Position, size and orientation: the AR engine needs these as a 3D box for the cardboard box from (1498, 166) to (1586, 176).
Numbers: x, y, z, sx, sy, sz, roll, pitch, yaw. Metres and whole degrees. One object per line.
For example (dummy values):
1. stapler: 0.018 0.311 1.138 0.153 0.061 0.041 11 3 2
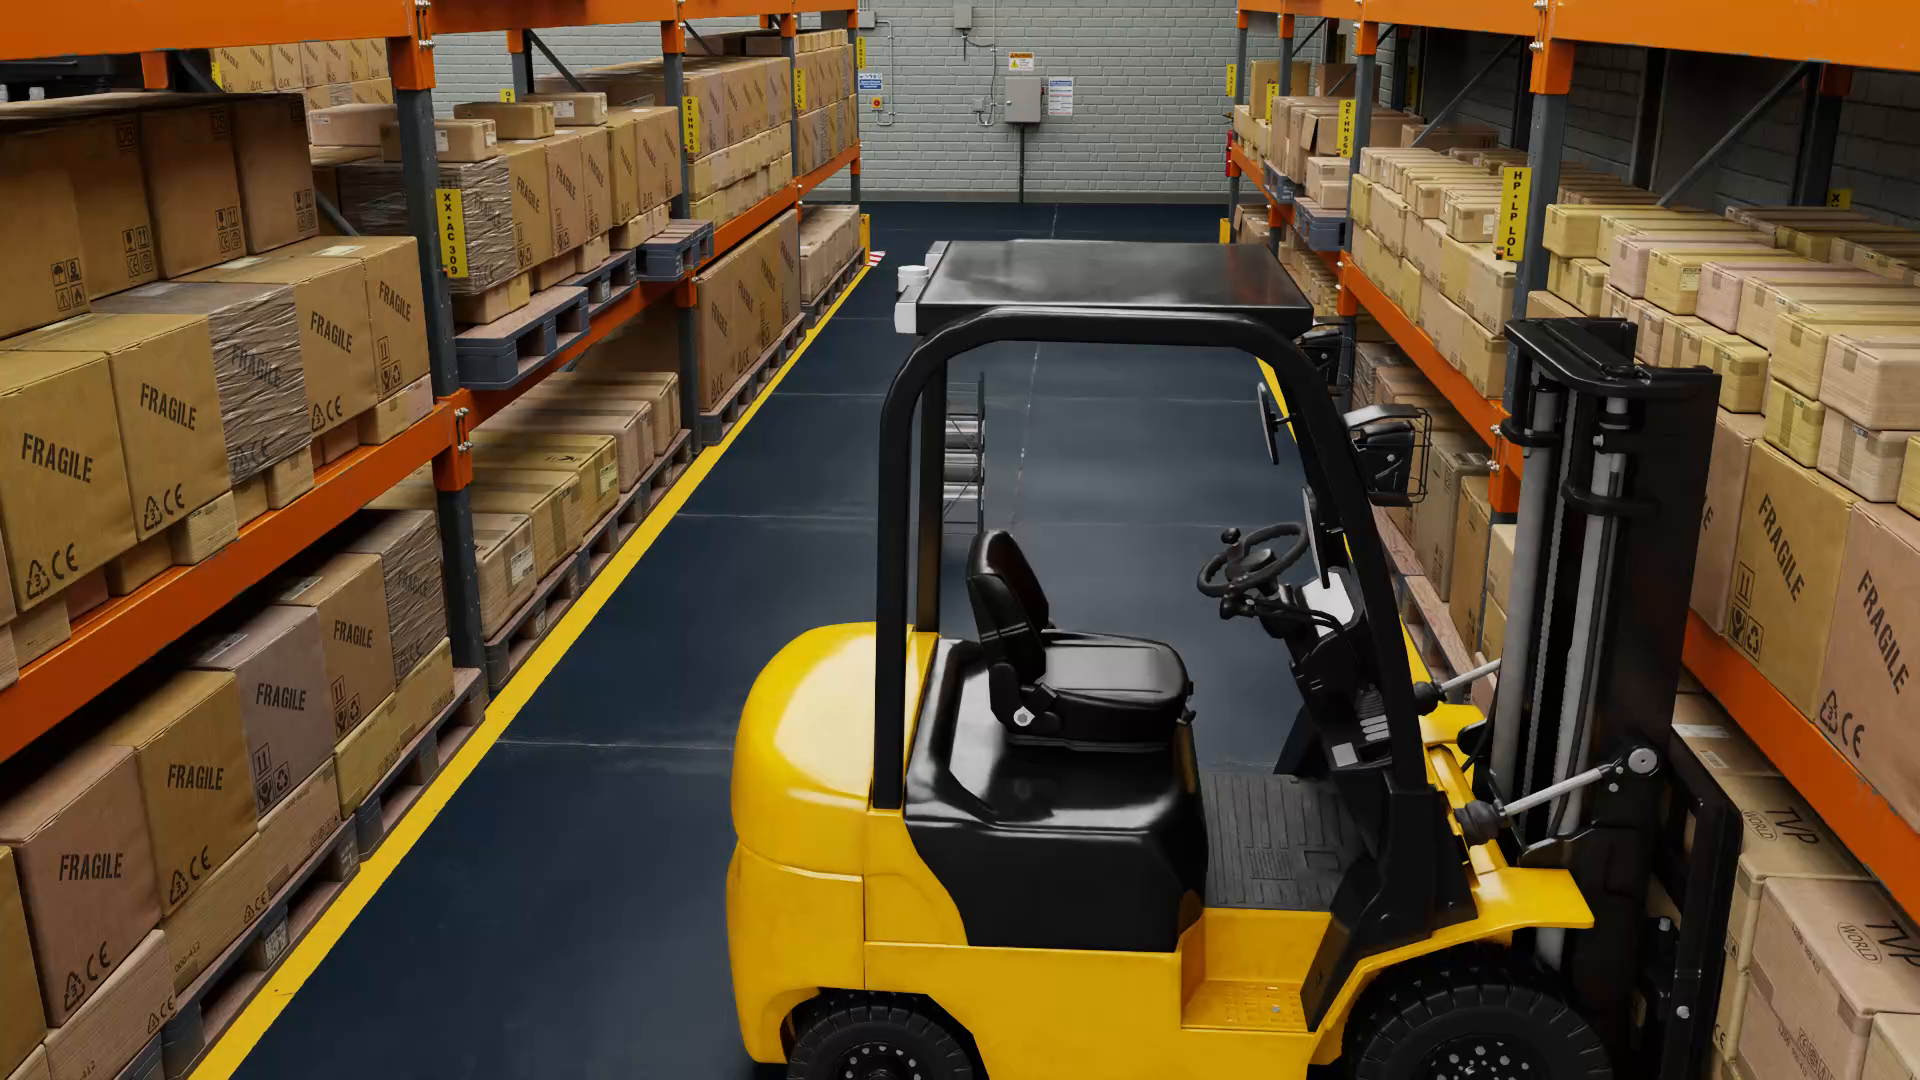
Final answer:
1. cardboard box: 2.943 -1.806 8.415 0.380 0.149 0.250 1 18 4

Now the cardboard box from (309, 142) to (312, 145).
1. cardboard box: -6.448 -3.763 15.992 0.380 0.149 0.250 2 18 6

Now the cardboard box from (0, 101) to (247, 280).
1. cardboard box: -2.749 -1.117 5.271 0.700 0.500 0.500 1 18 4

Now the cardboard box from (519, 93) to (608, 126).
1. cardboard box: -1.992 -2.168 8.367 0.380 0.149 0.250 0 18 1

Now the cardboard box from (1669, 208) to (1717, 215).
1. cardboard box: 2.838 -1.253 6.728 0.380 0.149 0.250 1 18 4

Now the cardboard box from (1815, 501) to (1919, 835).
1. cardboard box: 2.042 0.242 3.208 0.500 0.500 0.500 2 18 6

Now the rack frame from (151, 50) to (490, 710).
1. rack frame: -2.443 -0.743 6.374 1.000 3.000 0.127 1 18 4

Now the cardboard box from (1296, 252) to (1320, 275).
1. cardboard box: 2.841 -2.165 13.011 0.380 0.149 0.250 0 18 1

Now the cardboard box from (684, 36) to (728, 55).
1. cardboard box: -2.165 -4.161 13.998 0.380 0.149 0.250 1 18 3

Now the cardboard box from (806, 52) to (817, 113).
1. cardboard box: -1.551 -4.050 14.698 0.500 0.500 0.500 1 18 3

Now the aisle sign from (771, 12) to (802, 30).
1. aisle sign: -1.866 -5.734 17.431 0.394 0.787 0.004 1 18 4

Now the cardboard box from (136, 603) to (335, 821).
1. cardboard box: -2.288 0.514 5.075 0.500 0.500 0.500 2 18 7

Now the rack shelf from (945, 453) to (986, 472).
1. rack shelf: 0.001 -0.398 8.801 0.258 0.077 0.200 1 18 4

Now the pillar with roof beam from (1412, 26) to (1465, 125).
1. pillar with roof beam: -0.263 -6.261 13.579 9.100 9.000 0.400 1 18 4

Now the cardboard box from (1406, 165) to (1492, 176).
1. cardboard box: 2.474 -1.816 8.445 0.380 0.149 0.250 1 18 5

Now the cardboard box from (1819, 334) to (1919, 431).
1. cardboard box: 2.016 -0.322 3.410 0.380 0.149 0.250 2 18 5

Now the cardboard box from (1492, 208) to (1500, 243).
1. cardboard box: 2.382 -1.256 6.736 0.380 0.149 0.250 1 18 4

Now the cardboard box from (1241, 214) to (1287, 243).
1. cardboard box: 3.130 -2.920 16.356 0.700 0.500 0.500 2 18 6

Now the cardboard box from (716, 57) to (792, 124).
1. cardboard box: -1.651 -3.606 13.345 0.500 0.500 0.500 2 18 6

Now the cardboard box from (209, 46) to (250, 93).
1. cardboard box: -6.538 -4.106 14.391 0.500 0.500 0.500 2 18 5

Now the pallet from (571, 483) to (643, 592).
1. pallet: -2.303 -0.040 8.705 1.003 0.211 1.213 1 18 4

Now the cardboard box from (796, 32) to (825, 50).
1. cardboard box: -1.460 -4.624 15.408 0.380 0.149 0.250 1 18 4

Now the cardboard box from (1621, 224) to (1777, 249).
1. cardboard box: 2.252 -0.876 5.098 0.380 0.149 0.250 1 18 3

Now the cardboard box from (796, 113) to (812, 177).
1. cardboard box: -1.574 -3.415 14.368 0.500 0.500 0.500 2 18 6

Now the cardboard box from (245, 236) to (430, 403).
1. cardboard box: -2.226 -0.788 5.874 0.500 0.500 0.500 1 18 3

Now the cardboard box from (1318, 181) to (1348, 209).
1. cardboard box: 2.460 -2.169 10.453 0.380 0.149 0.250 2 18 5

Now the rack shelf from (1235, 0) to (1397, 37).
1. rack shelf: 3.225 -4.823 15.162 1.077 0.370 4.000 1 18 4

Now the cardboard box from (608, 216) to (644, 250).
1. cardboard box: -1.897 -1.631 8.811 0.380 0.149 0.250 2 18 5

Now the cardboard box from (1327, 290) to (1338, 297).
1. cardboard box: 2.694 -1.602 11.293 0.380 0.149 0.250 2 18 6

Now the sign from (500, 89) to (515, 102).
1. sign: -2.710 -2.547 10.019 0.100 0.325 0.005 1 18 4

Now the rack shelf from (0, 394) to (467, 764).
1. rack shelf: -2.586 0.220 4.590 1.077 0.370 4.000 1 18 4

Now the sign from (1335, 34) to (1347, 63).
1. sign: 3.921 -5.042 17.127 0.100 0.325 0.005 1 18 4

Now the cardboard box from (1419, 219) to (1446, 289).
1. cardboard box: 2.361 -1.277 7.440 0.500 0.250 0.500 2 18 5

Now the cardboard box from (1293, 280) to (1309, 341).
1. cardboard box: 2.754 -1.664 12.524 0.500 0.500 0.500 1 18 2

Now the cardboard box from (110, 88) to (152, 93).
1. cardboard box: -7.050 -4.123 14.444 0.500 0.500 0.500 1 18 2

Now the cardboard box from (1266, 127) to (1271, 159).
1. cardboard box: 2.875 -3.352 14.098 0.500 0.250 0.500 2 18 5

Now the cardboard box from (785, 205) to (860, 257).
1. cardboard box: -1.530 -3.245 17.449 0.875 0.438 0.875 1 18 2

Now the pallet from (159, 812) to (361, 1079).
1. pallet: -2.540 1.171 5.009 1.003 0.211 1.213 1 18 4

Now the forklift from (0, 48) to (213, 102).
1. forklift: -4.868 -1.697 9.394 1.130 2.935 3.031 2 18 6

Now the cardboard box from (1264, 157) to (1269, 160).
1. cardboard box: 2.845 -3.266 14.477 0.380 0.149 0.250 2 18 5

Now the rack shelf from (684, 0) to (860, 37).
1. rack shelf: -1.726 -4.932 15.497 1.077 0.370 4.000 1 18 4

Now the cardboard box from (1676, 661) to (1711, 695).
1. cardboard box: 2.090 0.455 4.853 0.500 0.250 0.500 2 18 6

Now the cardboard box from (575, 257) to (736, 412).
1. cardboard box: -2.024 -1.388 11.079 0.875 0.875 0.875 1 18 3

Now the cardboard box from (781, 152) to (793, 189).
1. cardboard box: -1.650 -3.012 13.537 0.500 0.250 0.500 1 18 3

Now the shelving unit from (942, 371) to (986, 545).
1. shelving unit: 0.001 -0.430 8.791 0.258 0.900 0.210 1 18 4

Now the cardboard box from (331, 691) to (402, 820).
1. cardboard box: -2.245 0.719 5.652 0.500 0.250 0.500 1 18 2

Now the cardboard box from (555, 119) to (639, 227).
1. cardboard box: -1.972 -1.909 8.619 0.500 0.500 0.500 0 18 0

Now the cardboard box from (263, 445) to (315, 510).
1. cardboard box: -2.231 -0.201 5.124 0.380 0.149 0.250 1 18 3

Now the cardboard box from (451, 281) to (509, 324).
1. cardboard box: -2.088 -0.988 6.850 0.380 0.149 0.250 2 18 5

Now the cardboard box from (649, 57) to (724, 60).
1. cardboard box: -2.187 -3.620 13.388 0.500 0.500 0.500 1 18 5

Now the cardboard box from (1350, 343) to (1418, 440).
1. cardboard box: 2.737 -0.753 9.545 0.875 0.625 0.625 2 18 6

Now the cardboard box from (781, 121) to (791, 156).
1. cardboard box: -1.658 -3.252 13.467 0.500 0.250 0.500 1 18 4

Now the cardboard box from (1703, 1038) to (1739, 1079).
1. cardboard box: 2.030 1.254 4.022 0.500 0.250 0.500 1 18 5

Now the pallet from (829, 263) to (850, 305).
1. pallet: -1.652 -2.517 16.265 1.003 0.211 1.213 1 18 4

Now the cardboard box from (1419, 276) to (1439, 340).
1. cardboard box: 2.380 -1.034 7.503 0.500 0.250 0.500 1 18 4

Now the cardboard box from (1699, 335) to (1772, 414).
1. cardboard box: 2.093 -0.416 4.174 0.380 0.149 0.250 1 18 3
